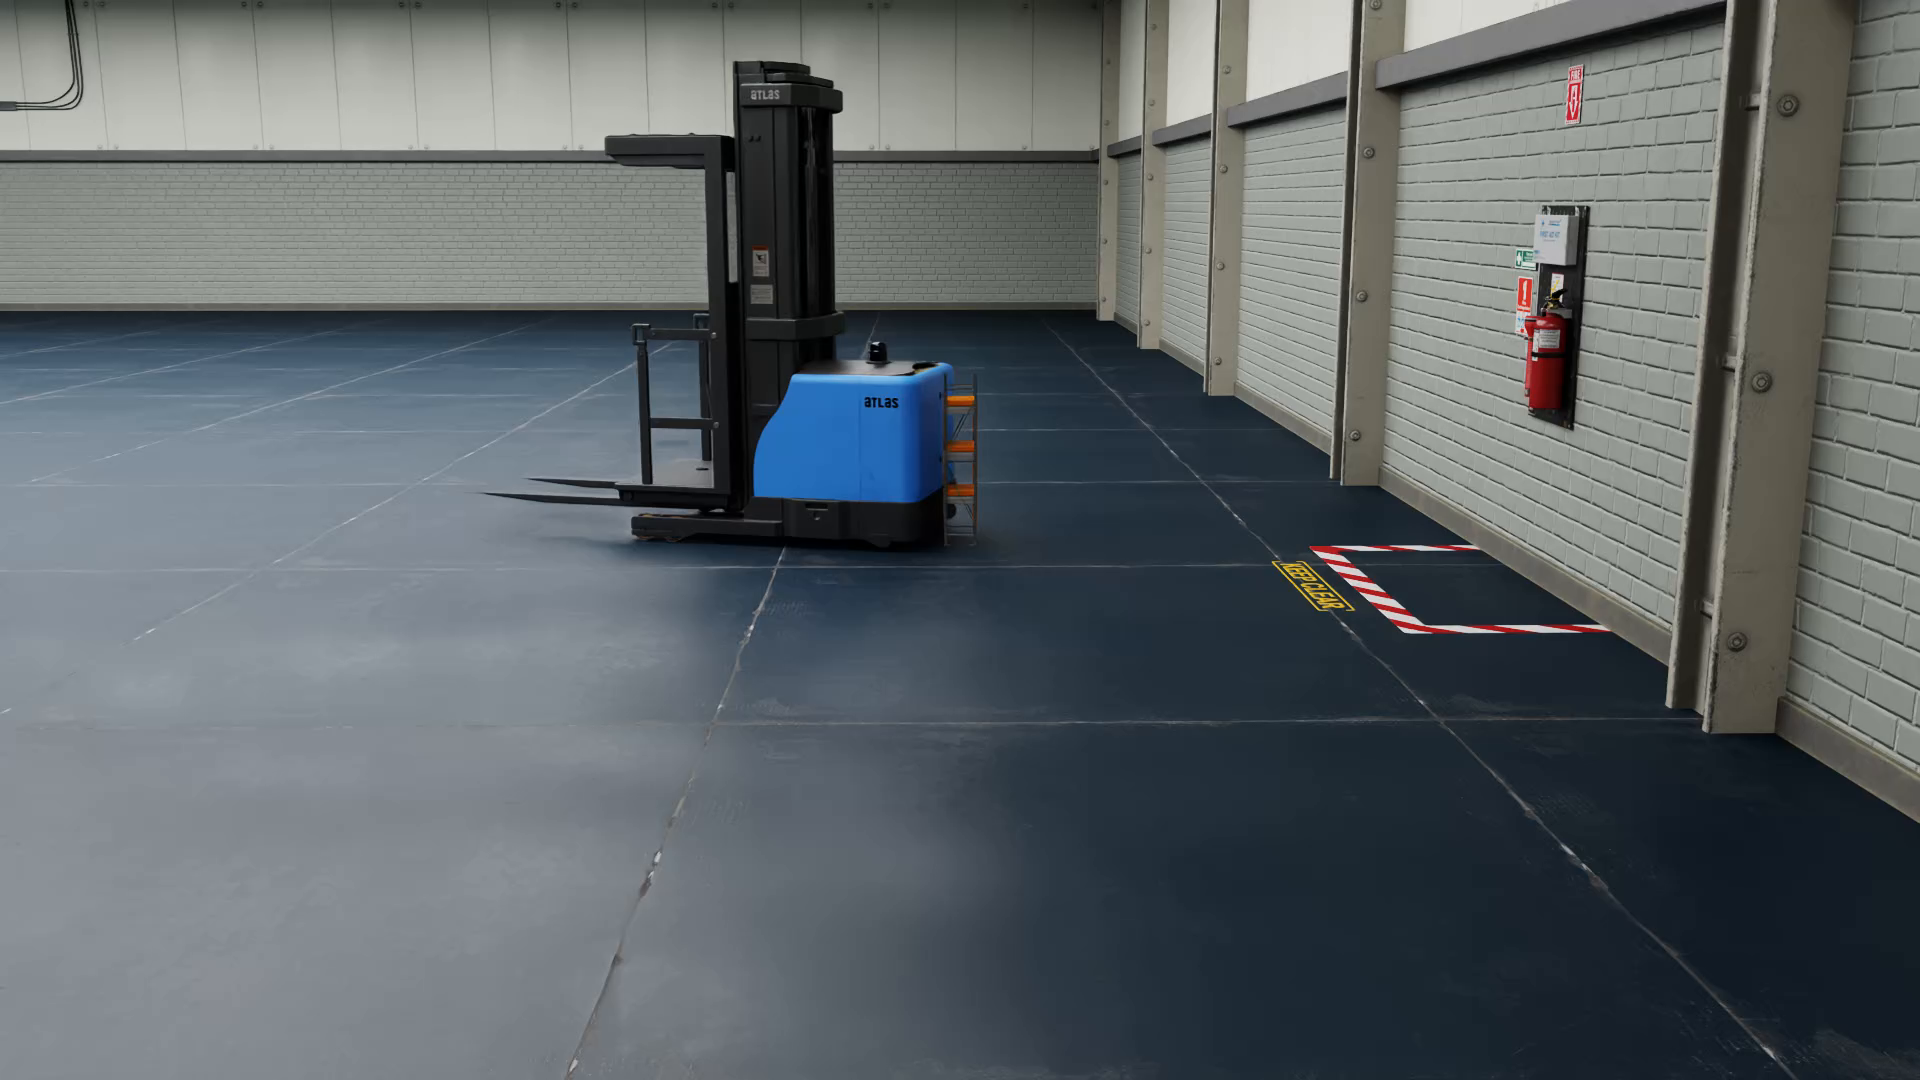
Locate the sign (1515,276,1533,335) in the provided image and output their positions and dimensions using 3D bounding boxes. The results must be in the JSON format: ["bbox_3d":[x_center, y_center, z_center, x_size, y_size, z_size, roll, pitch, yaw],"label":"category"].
[{"bbox_3d":[3.247,-1.349,9.573,0.001,0.329,0.234,0,11,-1],"label":"sign"}]

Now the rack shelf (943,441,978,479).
[{"bbox_3d":[0.001,-0.494,10.404,0.215,0.259,0.240,0,11,-1],"label":"rack shelf"}]

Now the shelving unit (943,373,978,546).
[{"bbox_3d":[0.001,-0.504,10.402,0.215,1.050,0.252,0,11,-1],"label":"shelving unit"}]

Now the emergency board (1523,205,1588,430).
[{"bbox_3d":[3.155,-1.221,9.033,0.194,1.169,0.643,0,11,-1],"label":"emergency board"}]

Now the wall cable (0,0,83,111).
[{"bbox_3d":[-18.068,-10.605,31.644,2.305,6.003,0.169,0,11,-1],"label":"wall cable"}]

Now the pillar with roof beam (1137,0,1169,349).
[{"bbox_3d":[-1.508,-7.230,23.564,9.100,9.000,0.400,0,11,-1],"label":"pillar with roof beam"}]

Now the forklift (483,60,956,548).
[{"bbox_3d":[-1.599,-1.522,10.689,3.031,2.935,1.130,3,12,13],"label":"forklift"}]

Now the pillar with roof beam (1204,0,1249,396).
[{"bbox_3d":[-1.384,-6.037,17.685,9.100,9.000,0.400,0,11,-1],"label":"pillar with roof beam"}]

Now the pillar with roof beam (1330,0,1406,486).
[{"bbox_3d":[-1.260,-4.845,11.806,9.100,9.000,0.400,0,11,-1],"label":"pillar with roof beam"}]

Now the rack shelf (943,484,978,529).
[{"bbox_3d":[0.001,-0.221,10.460,0.215,0.259,0.240,0,11,-1],"label":"rack shelf"}]

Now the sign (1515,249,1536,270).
[{"bbox_3d":[3.238,-1.608,9.516,0.001,0.109,0.331,0,11,-1],"label":"sign"}]

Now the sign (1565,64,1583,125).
[{"bbox_3d":[3.254,-2.359,8.813,0.001,0.298,0.199,0,11,-1],"label":"sign"}]

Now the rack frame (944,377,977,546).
[{"bbox_3d":[0.004,-0.480,10.283,0.200,1.050,0.008,0,11,-1],"label":"rack frame"}]

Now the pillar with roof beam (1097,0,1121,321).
[{"bbox_3d":[-1.632,-8.423,29.443,9.100,9.000,0.400,0,11,-1],"label":"pillar with roof beam"}]

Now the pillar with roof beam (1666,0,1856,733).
[{"bbox_3d":[-1.136,-3.652,5.927,9.100,9.000,0.400,0,11,-1],"label":"pillar with roof beam"}]

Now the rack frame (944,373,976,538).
[{"bbox_3d":[-0.001,-0.528,10.522,0.200,1.050,0.008,0,11,-1],"label":"rack frame"}]

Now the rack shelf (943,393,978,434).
[{"bbox_3d":[0.001,-0.772,10.348,0.215,0.259,0.240,0,11,-1],"label":"rack shelf"}]
